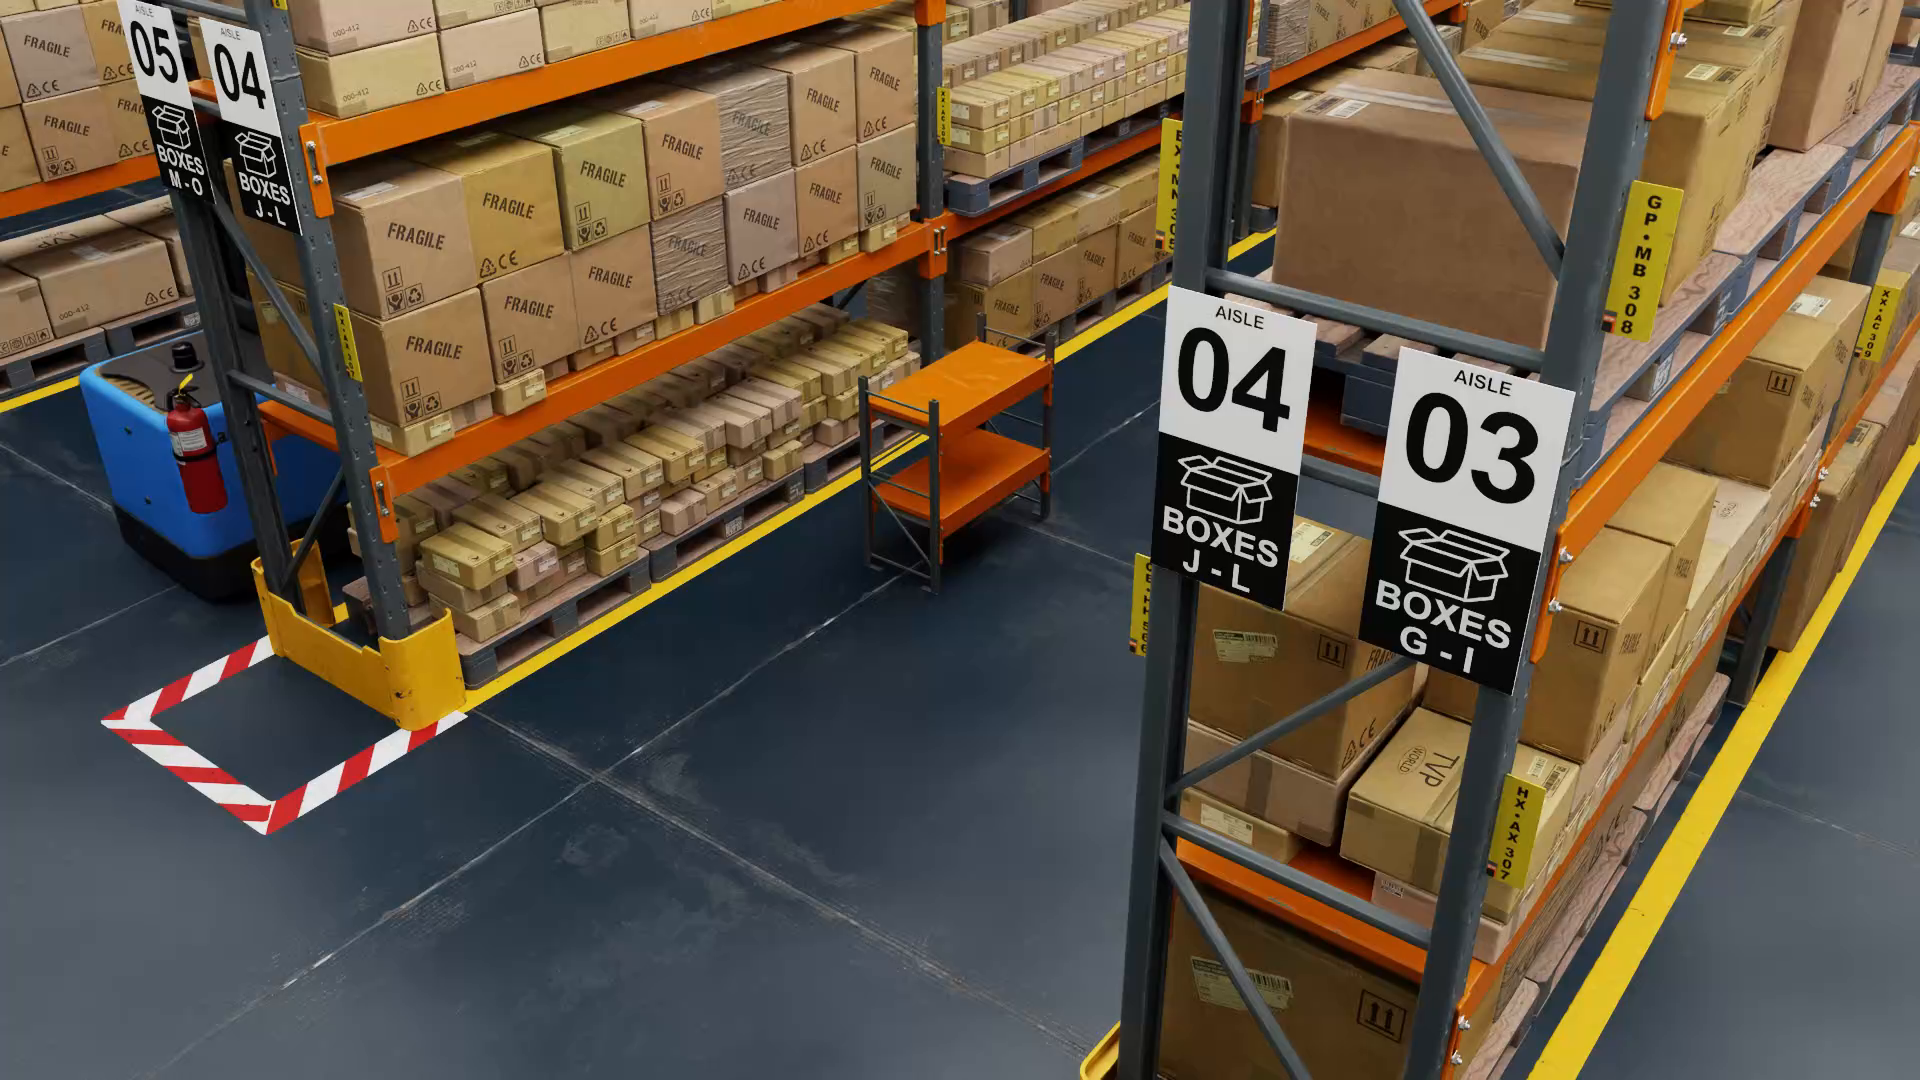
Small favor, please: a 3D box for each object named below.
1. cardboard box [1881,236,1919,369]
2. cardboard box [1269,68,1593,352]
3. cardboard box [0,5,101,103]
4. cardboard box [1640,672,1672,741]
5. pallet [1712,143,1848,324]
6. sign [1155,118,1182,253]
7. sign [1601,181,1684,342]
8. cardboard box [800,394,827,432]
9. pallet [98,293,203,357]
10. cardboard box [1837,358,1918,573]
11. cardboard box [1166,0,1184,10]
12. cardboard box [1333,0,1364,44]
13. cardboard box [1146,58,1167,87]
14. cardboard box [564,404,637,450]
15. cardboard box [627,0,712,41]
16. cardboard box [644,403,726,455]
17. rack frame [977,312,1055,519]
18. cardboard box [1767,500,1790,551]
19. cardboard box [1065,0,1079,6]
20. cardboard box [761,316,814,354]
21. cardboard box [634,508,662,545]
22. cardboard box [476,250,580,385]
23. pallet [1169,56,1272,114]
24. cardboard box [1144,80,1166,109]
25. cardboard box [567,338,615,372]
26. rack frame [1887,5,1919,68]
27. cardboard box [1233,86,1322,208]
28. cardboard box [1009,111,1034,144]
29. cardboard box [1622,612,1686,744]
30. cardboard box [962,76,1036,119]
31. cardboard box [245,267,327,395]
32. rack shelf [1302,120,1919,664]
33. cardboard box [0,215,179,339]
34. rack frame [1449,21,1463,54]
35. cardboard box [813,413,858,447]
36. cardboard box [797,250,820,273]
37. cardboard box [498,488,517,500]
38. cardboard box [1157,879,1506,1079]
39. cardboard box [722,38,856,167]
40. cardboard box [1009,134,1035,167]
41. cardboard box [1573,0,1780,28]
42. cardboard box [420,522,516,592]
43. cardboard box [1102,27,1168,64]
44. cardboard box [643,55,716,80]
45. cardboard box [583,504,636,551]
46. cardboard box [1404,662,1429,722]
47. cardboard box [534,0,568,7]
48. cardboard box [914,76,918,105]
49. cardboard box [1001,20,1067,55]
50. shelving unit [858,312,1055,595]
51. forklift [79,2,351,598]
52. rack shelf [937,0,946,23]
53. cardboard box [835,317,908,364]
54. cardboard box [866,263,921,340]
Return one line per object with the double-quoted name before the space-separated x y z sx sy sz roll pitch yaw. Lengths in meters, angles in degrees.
"cardboard box" 4.443 -1.223 8.274 0.500 0.500 0.500 20 36 30
"cardboard box" 1.217 -0.821 4.144 0.700 0.500 0.500 19 35 28
"cardboard box" -5.827 -3.091 10.444 0.500 0.500 0.500 21 36 31
"cardboard box" 2.198 0.506 5.701 0.380 0.149 0.250 21 36 31
"pallet" 2.122 -1.091 5.294 1.003 0.211 1.213 21 37 31
"sign" 0.522 -0.846 4.003 0.100 0.325 0.005 21 37 31
"sign" 1.385 -0.564 3.382 0.100 0.325 0.005 21 37 31
"cardboard box" -1.000 -0.786 9.727 0.380 0.149 0.250 21 37 32
"pallet" -5.797 -1.729 11.961 1.003 0.211 1.213 21 37 31
"cardboard box" 4.270 -0.559 8.923 1.225 0.875 0.875 20 36 30
"cardboard box" 1.446 -4.054 12.400 0.380 0.149 0.250 21 37 31
"cardboard box" 2.978 -4.410 13.652 0.500 0.500 0.500 21 37 31
"cardboard box" 1.170 -3.190 11.234 0.380 0.149 0.250 22 37 32
"cardboard box" -2.005 -0.621 9.157 0.380 0.149 0.250 20 36 30
"cardboard box" -1.530 -2.566 7.843 0.500 0.250 0.500 21 37 31
"cardboard box" -1.506 -0.595 9.113 0.380 0.149 0.250 21 37 31
"rack frame" 0.303 -0.688 9.307 0.500 1.125 0.032 21 37 31
"cardboard box" 3.128 -0.120 6.757 0.380 0.149 0.250 20 36 30
"cardboard box" 1.174 -6.339 19.289 0.500 0.250 0.500 23 38 34
"cardboard box" -1.119 -1.270 10.252 0.380 0.149 0.250 23 38 34
"cardboard box" -1.819 -0.110 8.878 0.380 0.149 0.250 21 37 31
"cardboard box" -2.153 -1.098 7.770 0.500 0.500 0.500 21 37 31
"pallet" 1.537 -3.451 12.319 1.213 0.211 1.003 21 37 31
"cardboard box" 1.172 -3.066 11.317 0.380 0.149 0.250 22 37 33
"cardboard box" -1.934 -0.986 8.218 0.380 0.149 0.250 21 36 31
"rack frame" 3.361 -3.243 5.896 1.000 3.000 0.127 21 37 31
"cardboard box" 2.321 -3.288 13.651 1.050 0.750 0.750 21 36 31
"cardboard box" 0.227 -2.555 10.162 0.380 0.149 0.250 20 36 30
"cardboard box" 2.066 0.372 5.536 0.500 0.250 0.500 20 36 30
"cardboard box" 0.235 -2.692 10.101 0.380 0.149 0.250 22 37 33
"cardboard box" -2.881 -1.037 7.667 0.500 0.500 0.500 22 37 32
"rack shelf" 2.153 -0.830 5.472 1.077 0.370 4.000 21 37 31
"cardboard box" -6.090 -1.838 11.511 0.875 0.438 0.875 22 37 33
"rack frame" 4.297 -5.482 15.557 1.000 3.000 0.127 21 37 31
"cardboard box" -0.829 -0.713 9.895 0.380 0.149 0.250 20 36 30
"cardboard box" -1.006 -1.621 9.290 0.380 0.149 0.250 20 36 30
"cardboard box" -2.544 -0.200 8.738 0.380 0.149 0.250 19 36 29
"cardboard box" 1.269 1.412 5.597 0.875 0.875 0.875 21 37 31
"cardboard box" -0.909 -2.345 8.894 0.500 0.500 0.500 20 36 30
"cardboard box" 0.235 -2.435 10.252 0.380 0.149 0.250 22 37 32
"cardboard box" 2.174 -1.734 4.948 0.500 0.250 0.500 20 36 30
"cardboard box" -2.360 0.078 7.978 0.380 0.149 0.250 19 36 29
"cardboard box" 1.169 -3.319 11.159 0.380 0.149 0.250 23 38 34
"cardboard box" -1.629 -2.312 8.838 0.500 0.500 0.500 22 37 32
"cardboard box" -1.897 -0.112 8.589 0.380 0.149 0.250 22 37 33
"cardboard box" 1.334 0.416 5.462 0.500 0.250 0.500 20 36 30
"cardboard box" -1.846 -2.557 7.338 0.500 0.250 0.500 22 37 32
"cardboard box" -0.446 -2.782 10.252 0.380 0.149 0.250 23 38 33
"cardboard box" 0.503 -3.421 11.331 0.380 0.149 0.250 21 36 31
"shelving unit" -0.004 -0.481 8.959 0.538 1.125 1.048 21 37 31
"forklift" -3.257 -1.632 9.129 1.130 2.935 3.031 24 38 34
"rack shelf" 0.675 -4.024 10.861 1.077 0.370 4.000 21 37 31
"cardboard box" -0.540 -1.215 10.159 0.380 0.149 0.250 22 37 33
"cardboard box" -0.287 -1.713 11.239 0.500 0.500 0.500 20 36 30
